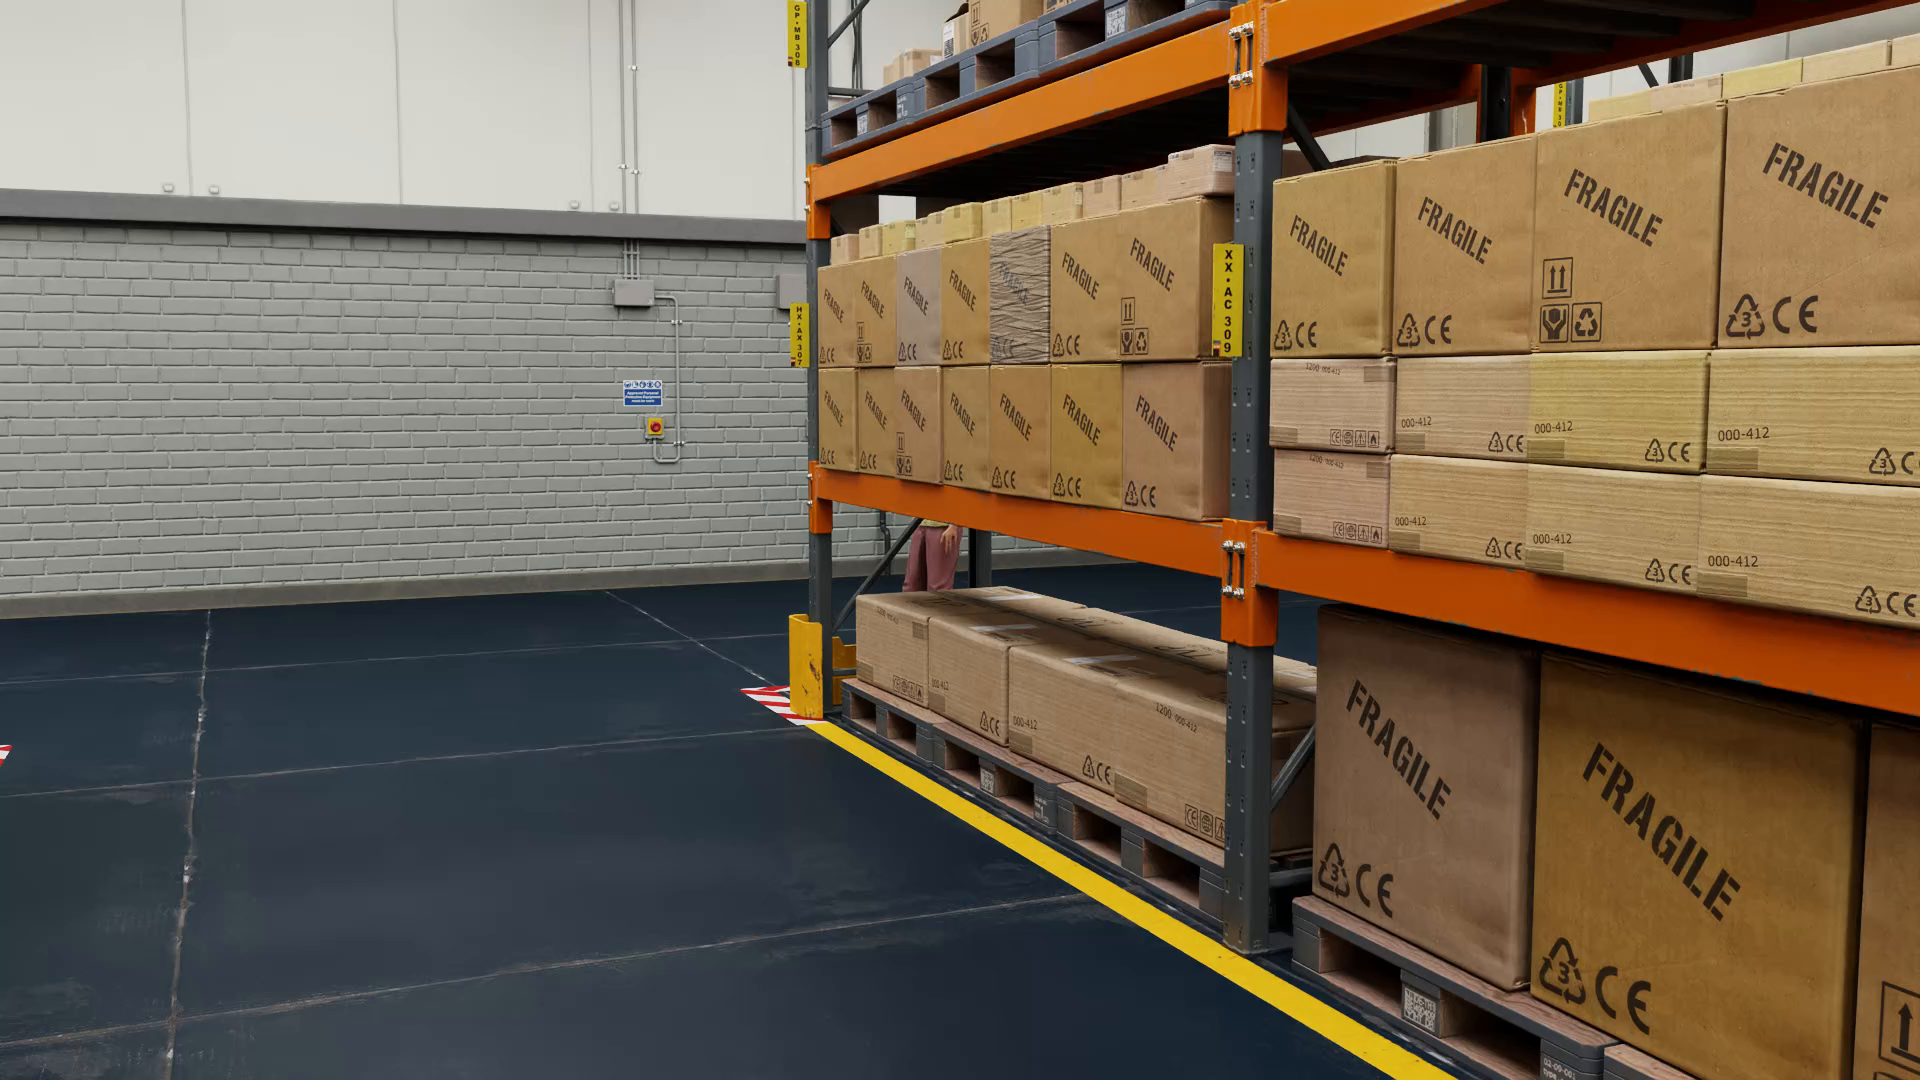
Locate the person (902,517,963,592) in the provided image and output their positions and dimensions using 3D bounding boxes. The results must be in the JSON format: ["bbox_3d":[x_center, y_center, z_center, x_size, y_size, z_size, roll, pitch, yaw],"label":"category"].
[{"bbox_3d":[-0.199,-0.065,10.041,0.548,1.674,0.552,-3,6,-26],"label":"person"}]
